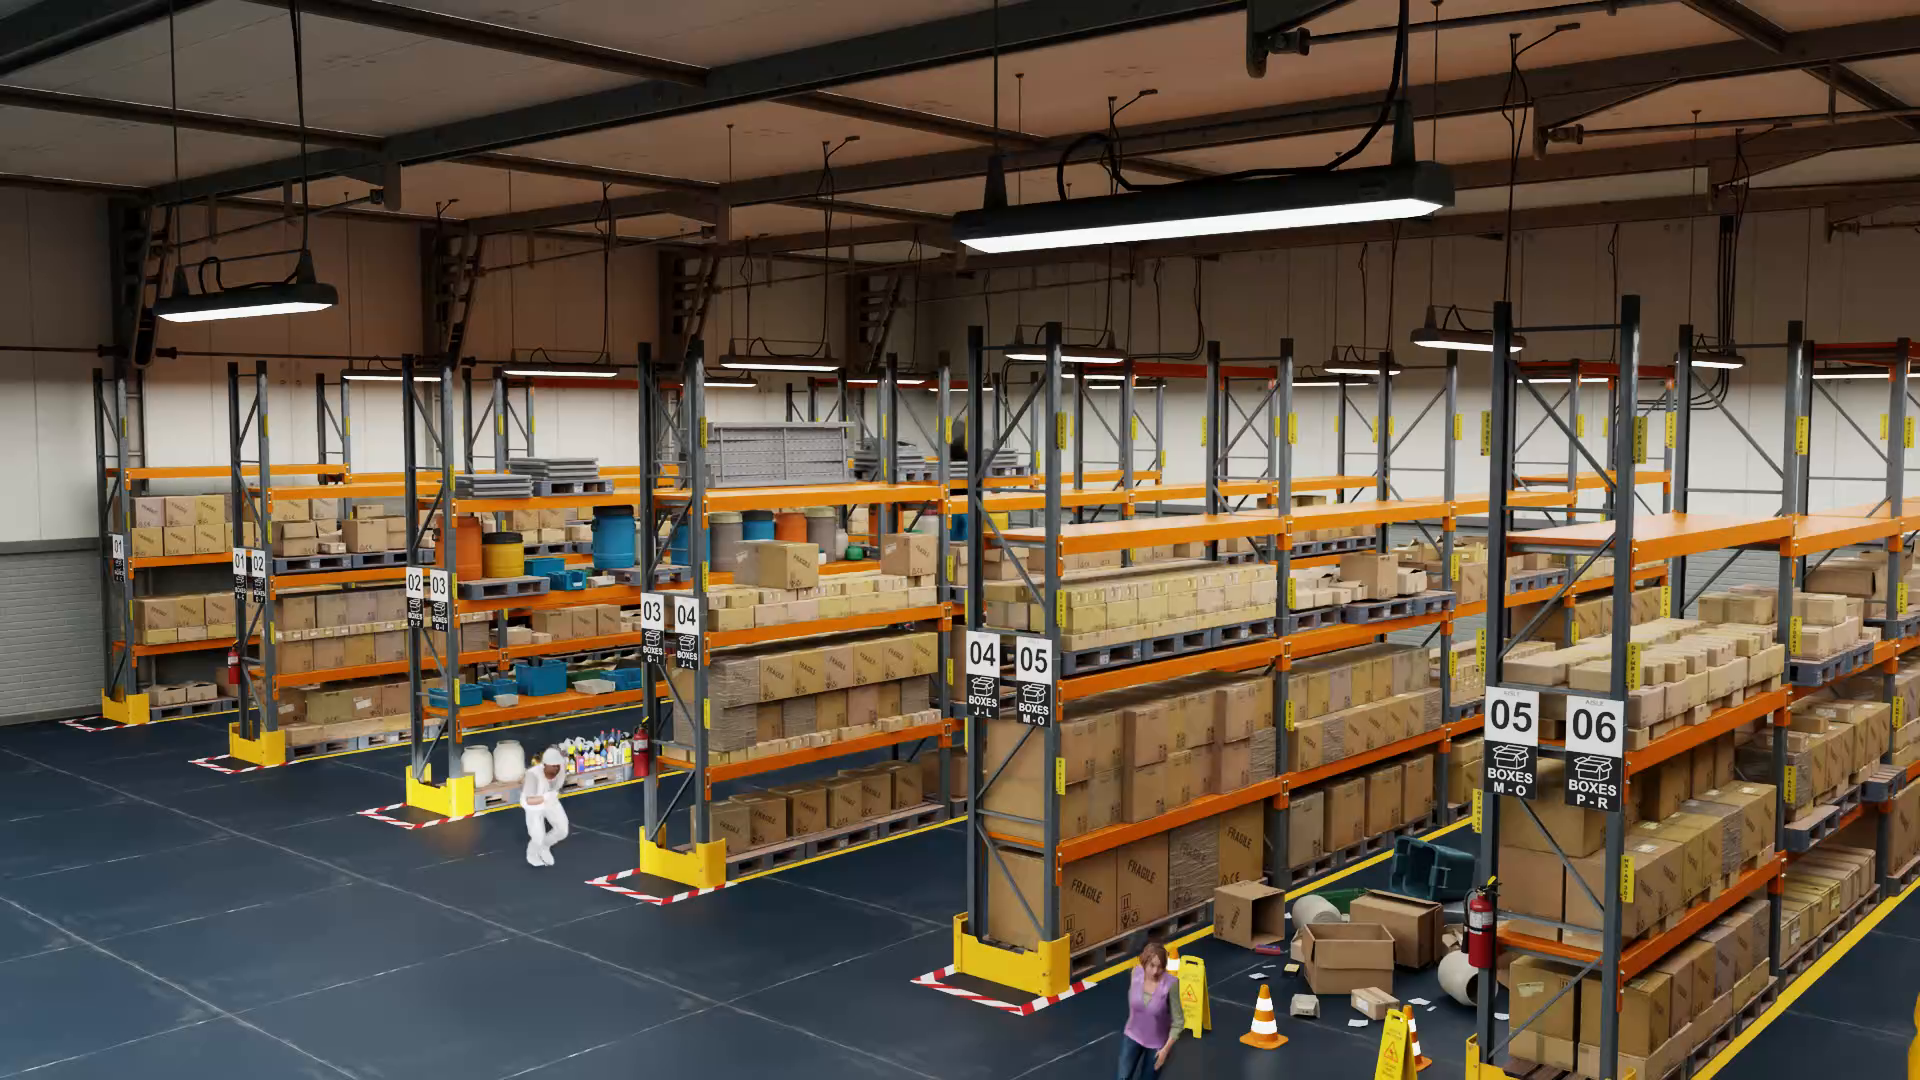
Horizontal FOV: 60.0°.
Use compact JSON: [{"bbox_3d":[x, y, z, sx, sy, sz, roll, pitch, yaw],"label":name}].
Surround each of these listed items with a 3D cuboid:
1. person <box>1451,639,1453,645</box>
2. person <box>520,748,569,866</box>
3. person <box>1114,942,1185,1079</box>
[{"bbox_3d":[7.868,2.369,26.897,0.631,1.648,0.729,2,5,25],"label":"person"},{"bbox_3d":[-4.683,3.026,18.803,0.669,1.472,1.010,-4,6,-41],"label":"person"},{"bbox_3d":[1.330,3.539,11.700,0.540,1.516,0.689,1,4,19],"label":"person"}]
